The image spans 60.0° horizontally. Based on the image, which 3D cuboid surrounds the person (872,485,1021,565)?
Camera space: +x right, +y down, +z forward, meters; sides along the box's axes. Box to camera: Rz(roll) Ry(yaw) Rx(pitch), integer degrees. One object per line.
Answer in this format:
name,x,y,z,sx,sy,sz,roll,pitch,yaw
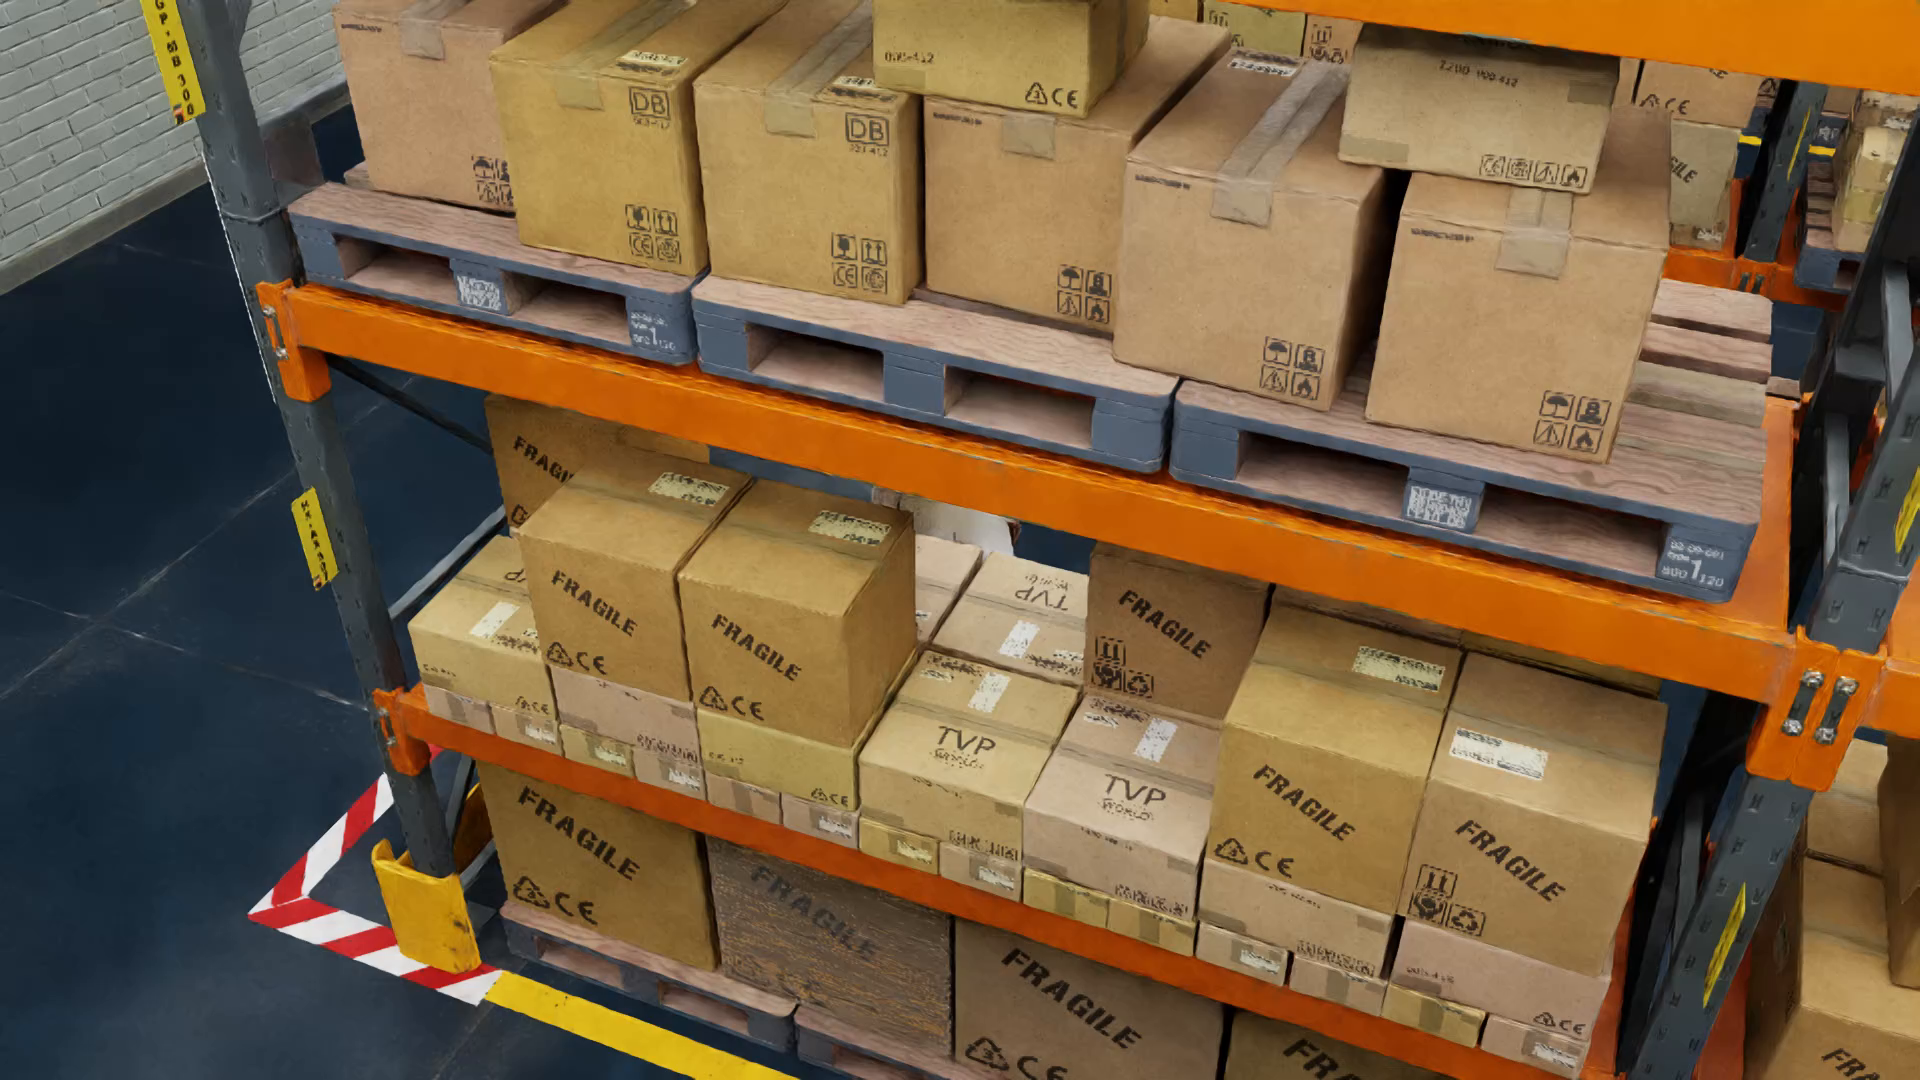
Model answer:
person,-0.044,0.022,6.943,0.652,1.576,0.565,-4,37,-5
